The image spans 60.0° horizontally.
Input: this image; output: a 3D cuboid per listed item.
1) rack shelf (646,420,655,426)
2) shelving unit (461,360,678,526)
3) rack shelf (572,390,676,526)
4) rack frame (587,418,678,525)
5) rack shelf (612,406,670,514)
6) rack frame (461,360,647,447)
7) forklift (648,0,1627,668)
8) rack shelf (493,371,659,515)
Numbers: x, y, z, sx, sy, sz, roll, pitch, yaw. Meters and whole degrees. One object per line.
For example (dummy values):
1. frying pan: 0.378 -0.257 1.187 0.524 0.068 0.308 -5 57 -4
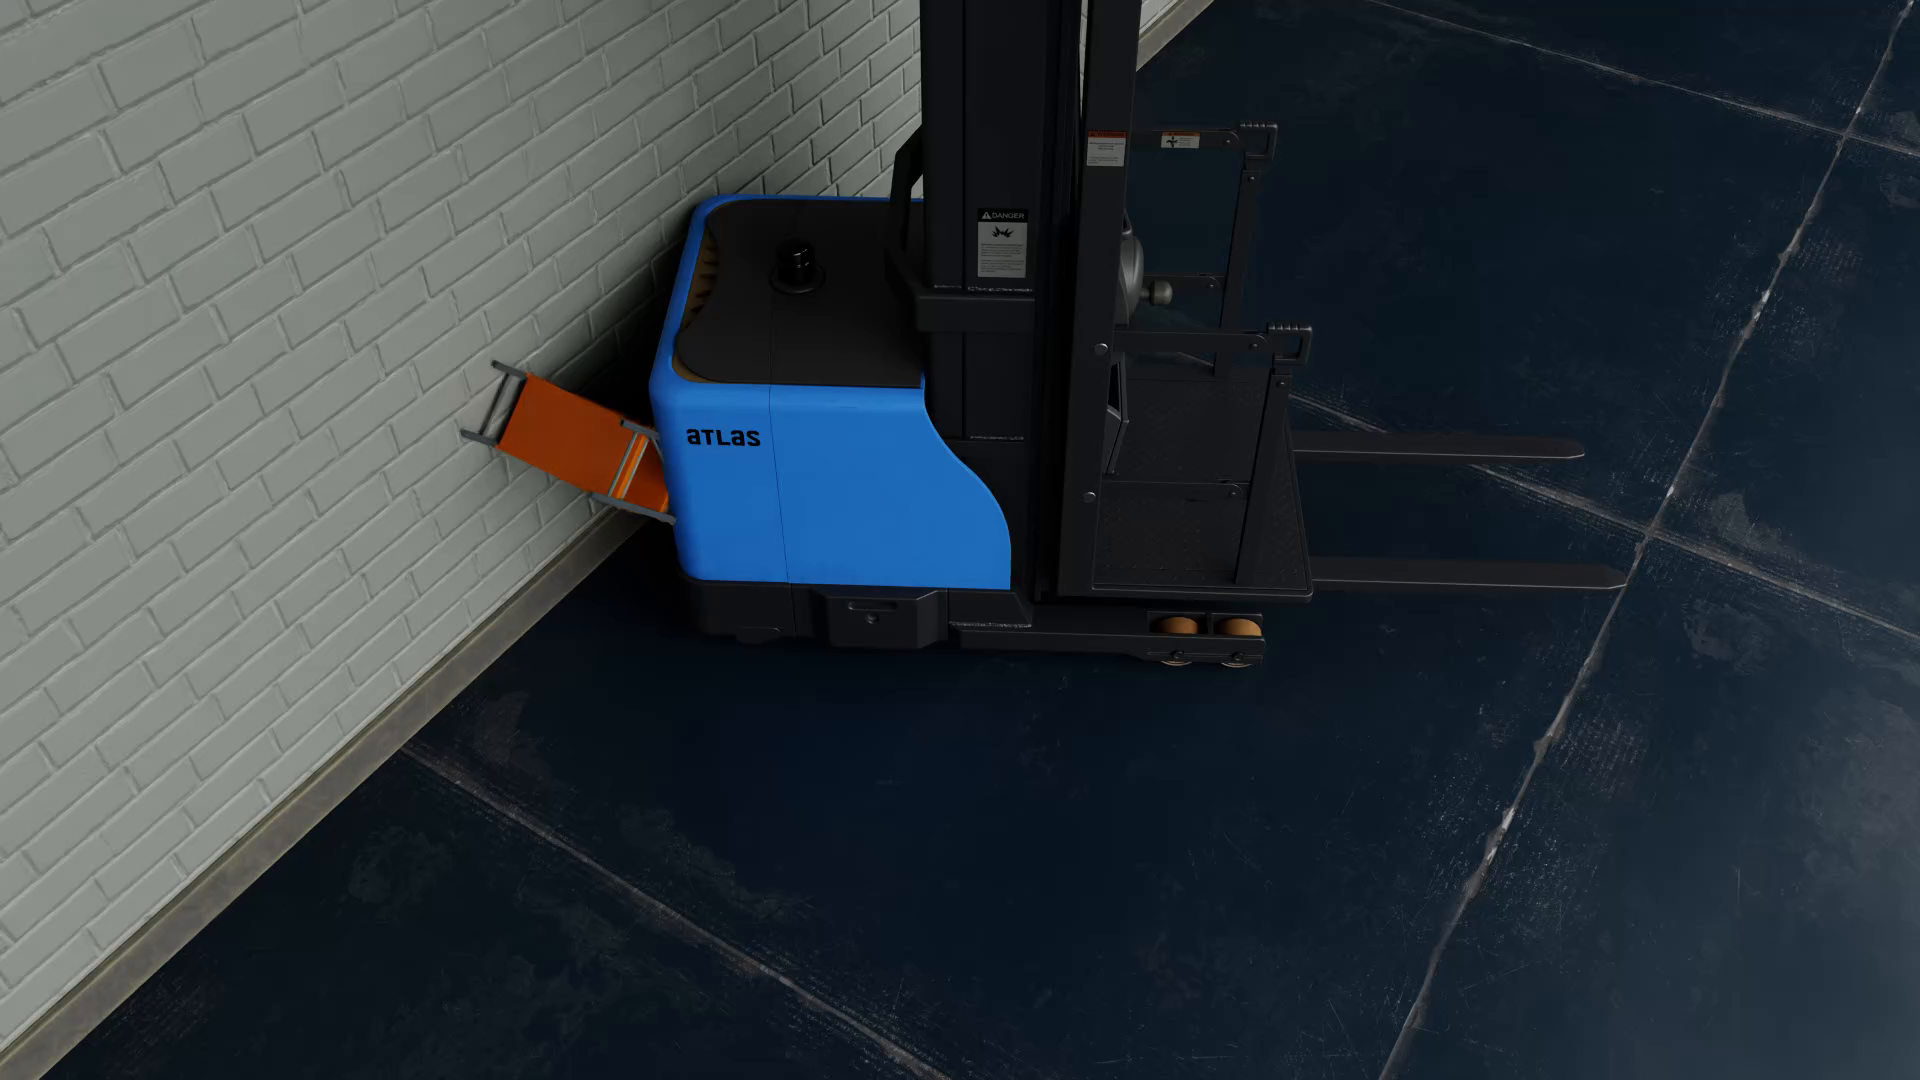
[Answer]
1. rack shelf: -0.871 -0.189 5.521 0.480 0.148 0.258 24 91 23
2. shelving unit: -0.969 -0.229 5.277 0.503 1.200 0.258 24 91 23
3. rack shelf: -1.027 -0.252 5.133 0.480 0.148 0.258 24 91 23
4. rack frame: -0.765 -0.138 5.180 0.015 1.200 0.240 24 91 23
5. rack shelf: -0.944 -0.219 5.339 0.480 0.148 0.258 24 91 23
6. rack frame: -1.173 -0.320 5.374 0.015 1.200 0.240 24 91 23
7. forklift: 0.628 -1.003 4.681 3.031 2.935 1.130 2 46 2
8. rack shelf: -1.114 -0.288 4.916 0.480 0.148 0.258 24 91 23
